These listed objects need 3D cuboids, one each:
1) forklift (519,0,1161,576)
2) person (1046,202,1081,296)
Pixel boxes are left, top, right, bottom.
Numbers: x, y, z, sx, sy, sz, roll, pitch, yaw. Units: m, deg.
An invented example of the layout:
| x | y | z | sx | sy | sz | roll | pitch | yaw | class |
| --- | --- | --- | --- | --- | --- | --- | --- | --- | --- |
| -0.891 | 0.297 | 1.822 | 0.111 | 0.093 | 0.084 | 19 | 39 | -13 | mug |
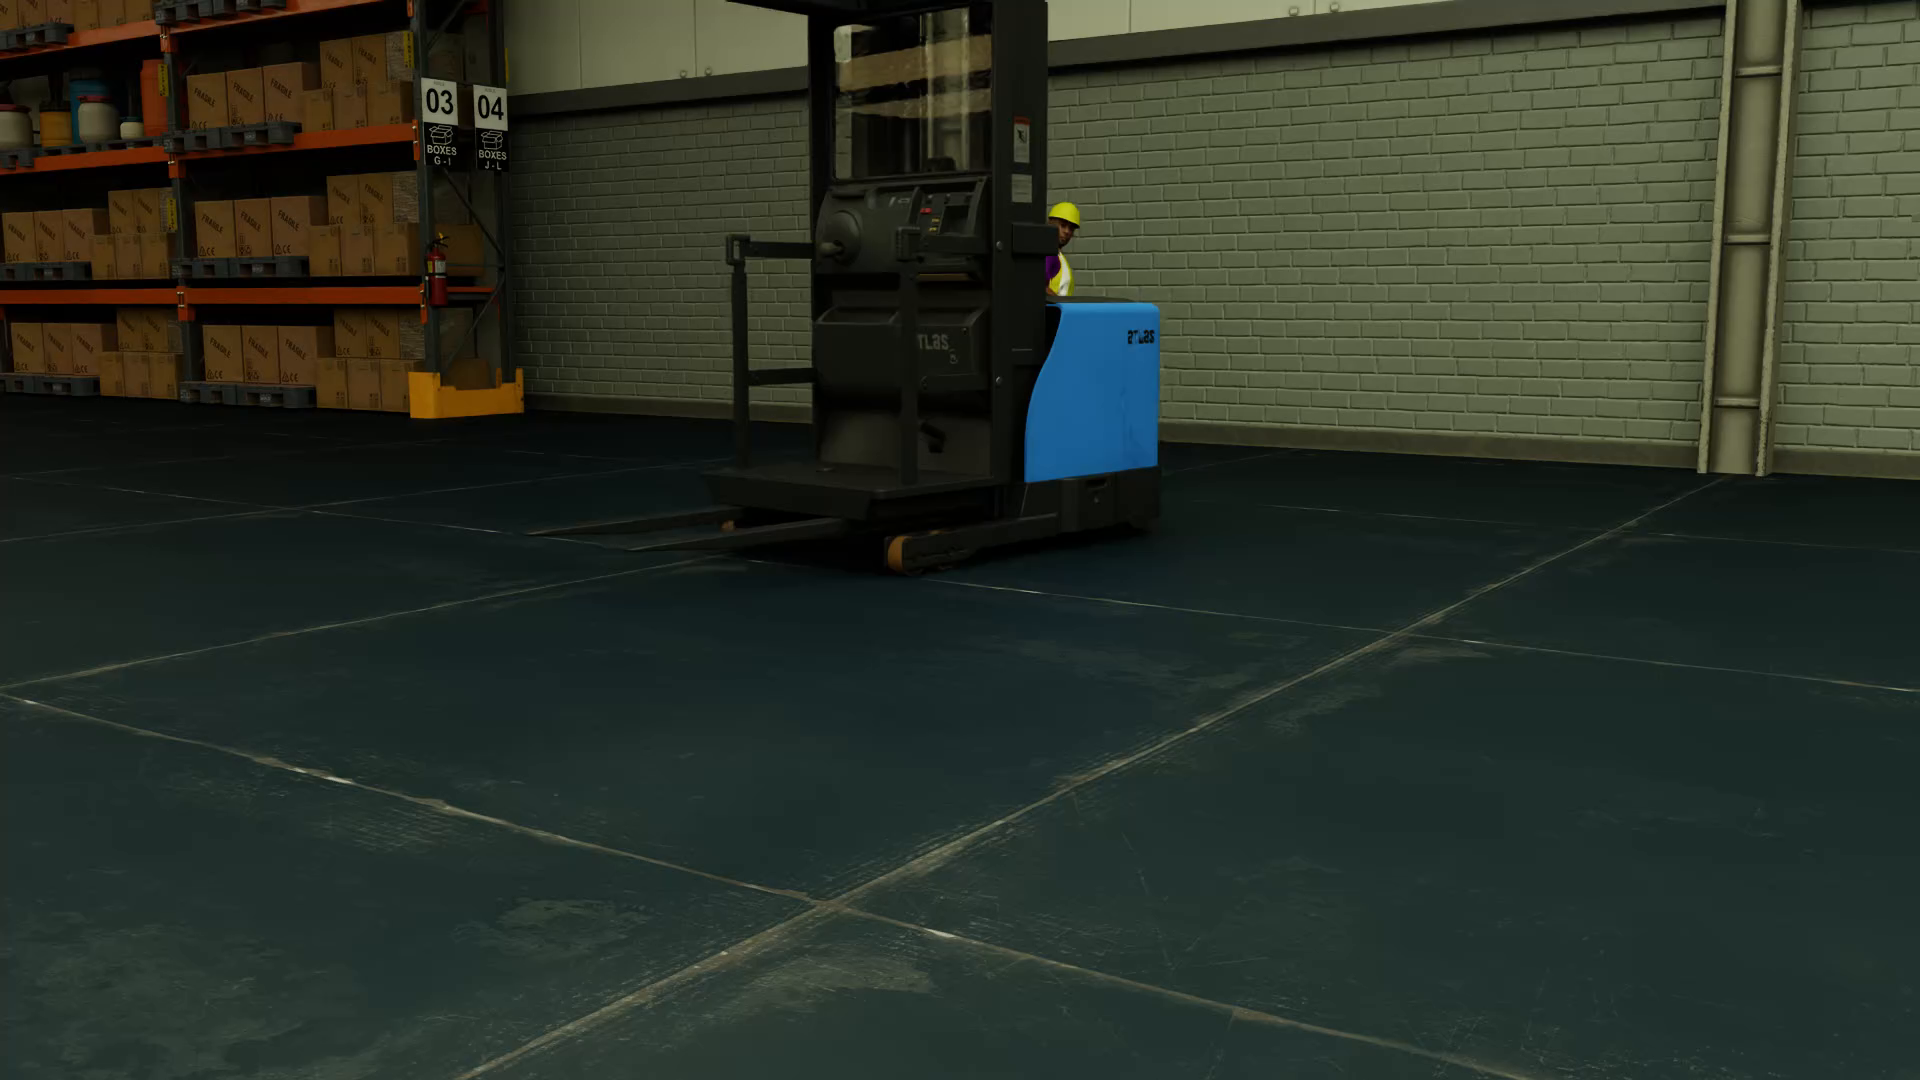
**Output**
| x | y | z | sx | sy | sz | roll | pitch | yaw | class |
| --- | --- | --- | --- | --- | --- | --- | --- | --- | --- |
| -0.399 | -1.386 | 6.939 | 1.130 | 2.935 | 3.031 | 7 | 11 | 41 | forklift |
| 0.636 | -1.294 | 10.653 | 0.516 | 1.718 | 0.791 | 0 | 8 | -2 | person |
